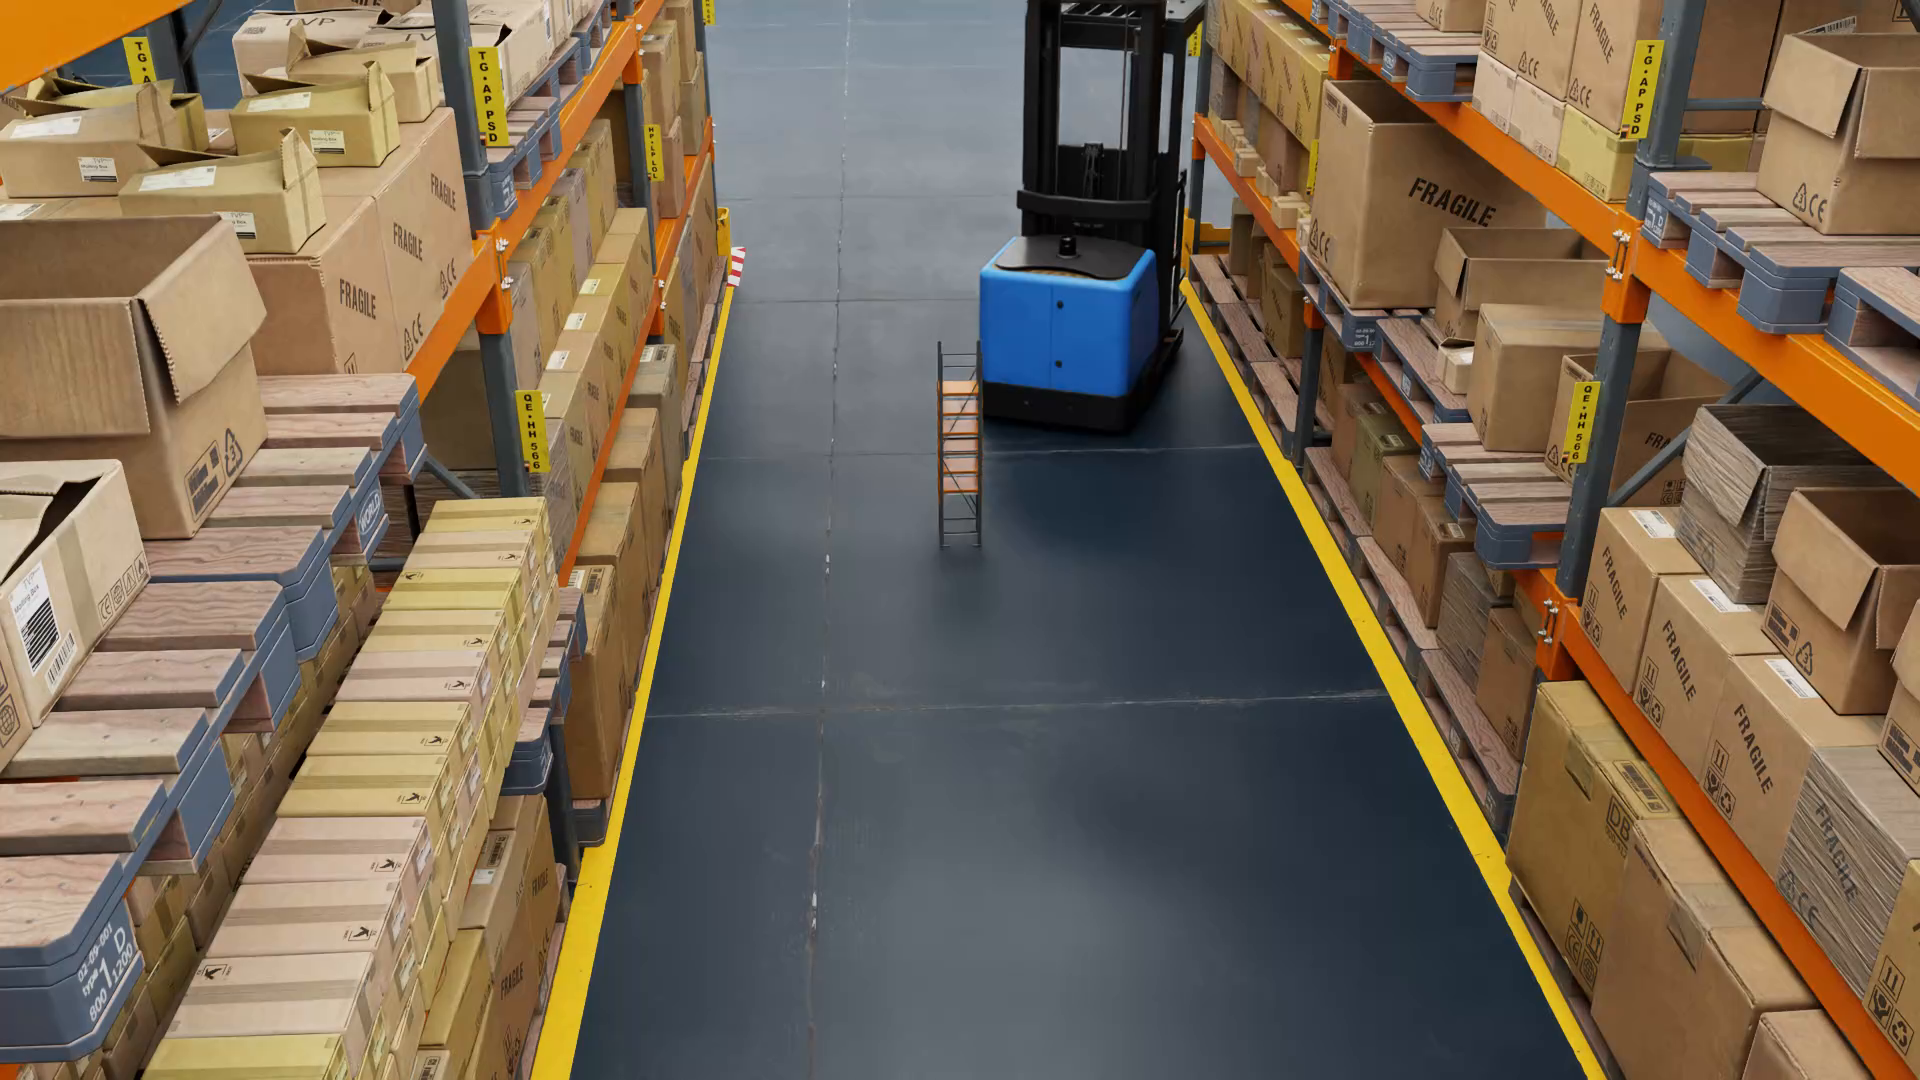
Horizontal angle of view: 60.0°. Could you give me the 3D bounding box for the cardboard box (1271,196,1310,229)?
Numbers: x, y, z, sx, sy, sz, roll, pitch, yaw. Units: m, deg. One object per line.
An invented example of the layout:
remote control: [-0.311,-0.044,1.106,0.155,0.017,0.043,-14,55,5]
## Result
cardboard box: [2.254,-2.147,10.894,0.380,0.149,0.250,-1,28,-3]

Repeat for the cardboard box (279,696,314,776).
cardboard box: [-2.244,0.609,5.156,0.380,0.149,0.250,0,28,0]

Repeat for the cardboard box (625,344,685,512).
cardboard box: [-2.196,-0.652,9.735,1.050,0.750,0.750,-2,28,-3]

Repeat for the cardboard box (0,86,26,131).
cardboard box: [-7.140,-3.130,12.077,0.500,0.500,0.500,-1,28,-3]

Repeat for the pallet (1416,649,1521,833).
pallet: [2.810,0.902,7.792,1.003,0.211,1.213,-1,28,-3]

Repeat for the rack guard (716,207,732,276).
rack guard: [-2.529,-2.498,13.998,1.175,0.500,0.348,-1,28,-3]

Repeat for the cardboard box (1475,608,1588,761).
cardboard box: [2.794,0.631,7.524,0.700,0.500,0.500,-3,28,-5]

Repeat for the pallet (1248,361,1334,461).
pallet: [2.570,-0.894,11.235,1.003,0.211,1.213,-1,28,-3]

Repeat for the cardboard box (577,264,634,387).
cardboard box: [-1.971,-1.091,8.490,0.500,0.500,0.500,-1,28,-2]

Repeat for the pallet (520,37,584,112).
pallet: [-2.258,-1.959,7.223,1.003,0.211,1.213,0,28,0]

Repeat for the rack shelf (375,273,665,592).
rack shelf: [-2.214,-0.505,8.253,1.077,0.370,4.000,-1,28,-3]

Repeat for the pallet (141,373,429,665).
pallet: [-1.884,-0.066,3.593,1.213,0.211,1.003,-1,28,-3]

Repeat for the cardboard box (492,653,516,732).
cardboard box: [-1.585,0.470,5.101,0.380,0.149,0.250,-1,28,-3]

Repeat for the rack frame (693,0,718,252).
rack frame: [-2.527,-3.595,13.399,1.000,3.000,0.127,-1,28,-3]

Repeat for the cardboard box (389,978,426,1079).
cardboard box: [-1.517,1.202,4.019,0.380,0.149,0.250,-3,28,-5]

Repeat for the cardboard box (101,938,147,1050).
cardboard box: [-2.175,1.078,3.934,0.380,0.149,0.250,-3,28,-5]

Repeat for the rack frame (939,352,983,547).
rack frame: [0.004,-0.496,9.404,0.240,1.200,0.006,-1,28,-3]

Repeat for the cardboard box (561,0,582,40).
cardboard box: [-2.007,-2.464,7.522,0.500,0.311,0.500,-2,28,-5]

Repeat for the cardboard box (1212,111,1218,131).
cardboard box: [2.202,-3.303,13.112,0.380,0.149,0.250,-1,28,-3]

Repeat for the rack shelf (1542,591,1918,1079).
rack shelf: [2.953,1.269,4.851,1.077,0.370,4.000,-1,28,-3]

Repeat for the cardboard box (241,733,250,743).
cardboard box: [-2.225,0.464,4.791,0.380,0.149,0.250,0,28,0]

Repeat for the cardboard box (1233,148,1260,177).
cardboard box: [2.189,-2.724,12.001,0.380,0.149,0.250,-1,28,-3]

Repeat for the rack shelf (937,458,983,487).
rack shelf: [-0.001,-0.393,9.561,0.258,0.103,0.180,-1,28,-3]

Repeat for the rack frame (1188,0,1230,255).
rack frame: [2.431,-3.668,13.539,1.000,3.000,0.127,-1,28,-3]

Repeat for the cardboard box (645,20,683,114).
cardboard box: [-2.375,-3.213,11.336,0.875,0.550,0.500,-1,28,-3]

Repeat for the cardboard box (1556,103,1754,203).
cardboard box: [2.579,-1.451,6.206,0.500,0.250,0.500,-1,28,-3]

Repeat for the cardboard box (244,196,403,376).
cardboard box: [-1.765,-0.556,4.220,0.500,0.500,0.500,-1,28,-3]

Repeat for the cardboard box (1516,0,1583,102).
cardboard box: [2.537,-2.020,6.488,0.500,0.500,0.500,-1,28,-3]

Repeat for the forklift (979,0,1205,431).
forklift: [1.046,-2.684,11.728,1.130,2.935,3.031,8,29,16]

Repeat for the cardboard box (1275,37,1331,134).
cardboard box: [2.314,-2.872,10.503,0.500,0.500,0.500,-1,28,-3]

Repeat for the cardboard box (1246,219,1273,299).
cardboard box: [2.512,-2.182,12.939,0.500,0.500,0.500,6,28,11]

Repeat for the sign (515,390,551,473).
sign: [-1.568,-0.396,6.099,0.100,0.325,0.005,-1,28,-3]

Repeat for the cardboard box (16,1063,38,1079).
cardboard box: [-2.143,1.184,3.410,0.380,0.149,0.250,-2,28,-4]

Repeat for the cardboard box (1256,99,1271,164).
cardboard box: [2.576,-2.898,11.634,0.875,0.500,0.500,-1,28,-3]

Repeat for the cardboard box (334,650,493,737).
cardboard box: [-1.577,0.448,4.822,0.380,0.149,0.250,-1,28,-3]

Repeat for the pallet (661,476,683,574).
pallet: [-2.203,-0.157,9.822,1.003,0.211,1.213,-1,28,-3]

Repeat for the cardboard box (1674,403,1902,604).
cardboard box: [2.871,-0.125,5.552,0.797,0.503,0.637,0,28,-1]

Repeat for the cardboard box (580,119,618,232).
cardboard box: [-2.287,-2.006,9.164,0.700,0.500,0.500,-2,28,-4]

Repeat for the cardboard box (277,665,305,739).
cardboard box: [-2.238,0.486,5.071,0.380,0.149,0.250,-1,28,-2]

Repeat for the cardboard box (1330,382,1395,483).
cardboard box: [2.651,-0.623,9.929,0.700,0.500,0.500,-3,28,-7]

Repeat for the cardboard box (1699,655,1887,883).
cardboard box: [2.662,0.688,5.080,0.500,0.500,0.500,-2,28,-4]

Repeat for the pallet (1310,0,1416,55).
pallet: [2.566,-2.780,8.796,1.213,0.211,1.003,-1,28,-3]

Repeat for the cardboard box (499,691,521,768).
cardboard box: [-1.590,0.590,5.192,0.380,0.149,0.250,-2,28,-3]

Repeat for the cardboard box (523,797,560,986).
cardboard box: [-1.814,1.319,6.226,0.500,0.500,0.500,-2,28,-3]

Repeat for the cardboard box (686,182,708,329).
cardboard box: [-2.378,-2.121,12.417,0.875,0.875,0.875,-2,28,-3]

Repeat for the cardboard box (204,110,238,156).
cardboard box: [-2.346,-1.005,5.081,0.500,0.500,0.500,-1,28,-3]

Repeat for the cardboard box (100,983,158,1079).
cardboard box: [-2.177,1.214,3.996,0.380,0.149,0.250,-3,28,-5]

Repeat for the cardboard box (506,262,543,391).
cardboard box: [-2.151,-0.829,6.907,0.700,0.500,0.500,-2,28,-3]

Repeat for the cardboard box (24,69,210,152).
cardboard box: [-2.337,-1.183,4.594,0.396,0.266,0.258,-1,28,-3]

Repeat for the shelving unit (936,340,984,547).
shelving unit: [-0.001,-0.539,9.485,0.258,1.200,0.189,-1,28,-3]

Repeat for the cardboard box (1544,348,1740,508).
cardboard box: [2.781,-0.452,6.812,0.500,0.500,0.500,-5,28,-9]

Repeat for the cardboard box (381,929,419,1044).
cardboard box: [-1.522,1.064,3.963,0.380,0.149,0.250,0,28,-1]

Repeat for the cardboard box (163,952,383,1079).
cardboard box: [-1.504,1.053,3.662,0.380,0.149,0.250,-2,28,-3]

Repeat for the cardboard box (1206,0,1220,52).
cardboard box: [2.188,-4.027,12.716,0.500,0.500,0.500,-1,28,-3]
